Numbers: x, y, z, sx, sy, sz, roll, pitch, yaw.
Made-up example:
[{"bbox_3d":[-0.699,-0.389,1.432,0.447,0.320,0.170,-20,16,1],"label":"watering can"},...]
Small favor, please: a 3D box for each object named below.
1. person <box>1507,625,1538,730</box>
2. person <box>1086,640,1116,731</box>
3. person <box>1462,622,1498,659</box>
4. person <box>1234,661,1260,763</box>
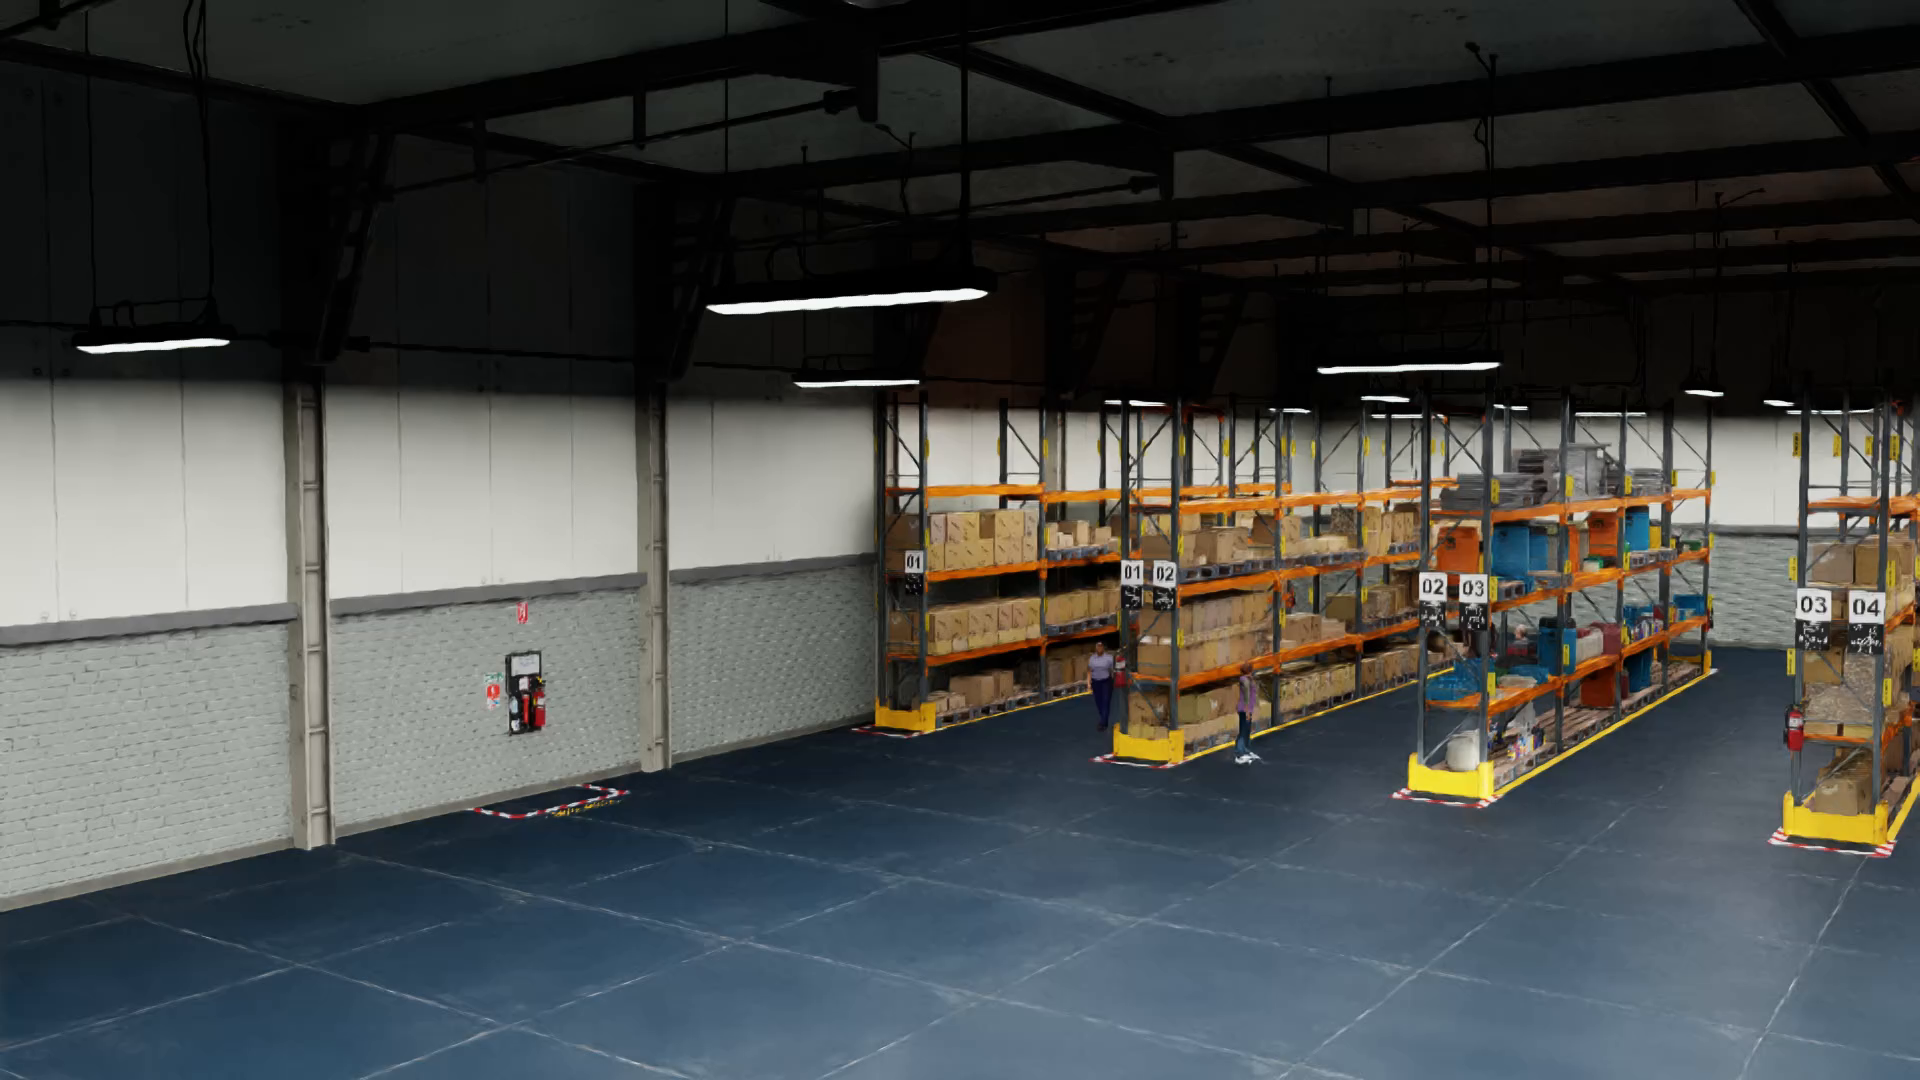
[{"bbox_3d":[9.611,2.337,28.392,0.536,1.779,0.644,2,4,25],"label":"person"},{"bbox_3d":[2.501,2.558,29.565,0.478,1.580,1.000,2,4,26],"label":"person"},{"bbox_3d":[10.665,2.247,34.128,0.729,1.733,0.546,2,4,32],"label":"person"},{"bbox_3d":[4.570,2.724,26.431,0.406,1.600,0.468,0,3,8],"label":"person"}]
